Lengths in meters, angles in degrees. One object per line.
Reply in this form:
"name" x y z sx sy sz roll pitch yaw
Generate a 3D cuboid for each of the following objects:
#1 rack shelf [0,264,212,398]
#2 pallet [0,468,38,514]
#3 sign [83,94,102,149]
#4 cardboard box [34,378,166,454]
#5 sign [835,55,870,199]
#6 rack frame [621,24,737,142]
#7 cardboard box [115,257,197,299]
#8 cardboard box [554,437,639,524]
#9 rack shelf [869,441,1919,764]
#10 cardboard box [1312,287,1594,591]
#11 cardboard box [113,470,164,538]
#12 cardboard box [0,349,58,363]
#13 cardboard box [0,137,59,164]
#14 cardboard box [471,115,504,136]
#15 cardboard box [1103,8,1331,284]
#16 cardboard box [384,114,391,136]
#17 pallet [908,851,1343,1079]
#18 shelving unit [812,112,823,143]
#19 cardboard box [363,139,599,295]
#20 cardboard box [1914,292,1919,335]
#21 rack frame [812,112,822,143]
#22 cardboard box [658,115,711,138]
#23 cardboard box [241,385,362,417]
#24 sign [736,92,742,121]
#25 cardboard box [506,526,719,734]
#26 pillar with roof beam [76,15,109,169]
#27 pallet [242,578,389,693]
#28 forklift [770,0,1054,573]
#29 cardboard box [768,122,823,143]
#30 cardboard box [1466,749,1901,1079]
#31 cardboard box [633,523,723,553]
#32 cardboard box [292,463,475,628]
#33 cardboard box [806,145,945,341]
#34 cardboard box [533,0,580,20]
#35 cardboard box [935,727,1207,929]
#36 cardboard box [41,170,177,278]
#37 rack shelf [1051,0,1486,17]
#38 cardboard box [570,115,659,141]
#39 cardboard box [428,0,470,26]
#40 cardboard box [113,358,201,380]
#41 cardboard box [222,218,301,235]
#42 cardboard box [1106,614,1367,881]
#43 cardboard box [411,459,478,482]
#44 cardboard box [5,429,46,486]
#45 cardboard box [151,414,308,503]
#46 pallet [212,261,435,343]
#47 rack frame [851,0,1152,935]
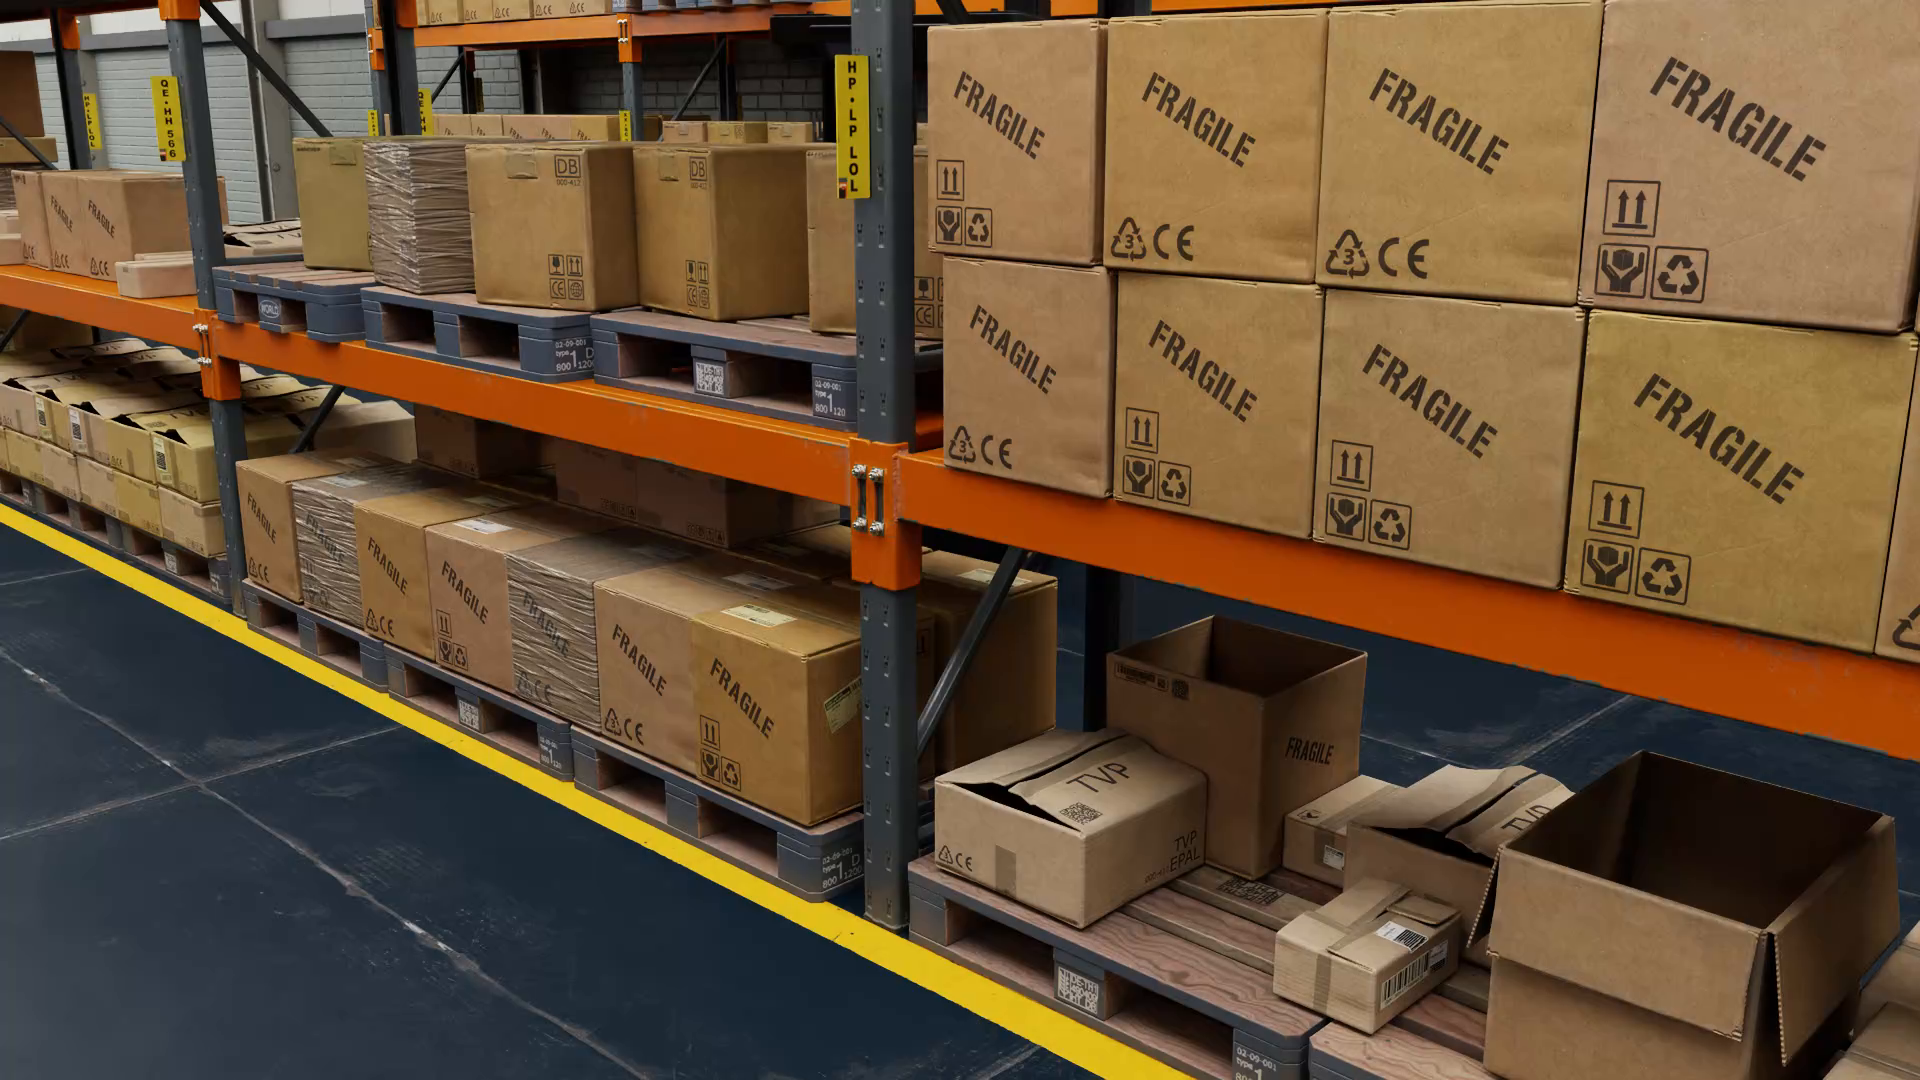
"rack shelf" -4.187 -1.208 8.545 4.000 0.370 1.077 14 20 42
"pallet" -5.069 -0.435 9.682 1.213 0.211 1.003 14 20 42
"sign" -5.257 -2.528 10.046 0.005 0.325 0.100 14 20 42
"cardboard box" -4.395 -0.664 8.538 0.500 0.311 0.500 -14 20 -43
"sign" -0.251 -0.965 3.889 0.005 0.325 0.100 14 20 42
"rack frame" -2.191 -2.806 13.251 0.127 3.000 1.000 14 20 42
"cardboard box" -3.587 -1.192 7.554 0.250 0.149 0.380 14 20 42
"cardboard box" -1.128 -0.264 6.092 0.500 0.250 0.500 13 20 41
"rack shelf" 1.572 0.192 3.172 4.000 0.370 1.077 14 20 42
"cardboard box" 1.039 -0.239 3.200 0.500 0.500 0.500 14 20 42
"cardboard box" -3.669 -0.216 7.932 0.500 0.250 0.500 13 20 42
"cardboard box" -5.502 -0.932 9.570 0.500 0.311 0.500 14 20 42
"cardboard box" -5.686 -2.350 10.019 0.250 0.149 0.380 14 20 42
"cardboard box" -3.839 -3.400 14.301 0.500 0.500 0.500 -14 20 -42
"cardboard box" 0.648 -0.814 3.427 0.500 0.500 0.500 13 19 40
"cardboard box" -4.936 -3.668 15.330 0.500 0.500 0.500 14 20 42
"pallet" 0.626 0.964 4.314 1.213 0.211 1.003 14 20 42
"shelving unit" -0.535 -1.313 9.307 0.503 2.100 0.431 0 15 0
"cardboard box" -1.690 -1.173 5.954 0.700 0.500 0.500 -10 18 -34
"cardboard box" 1.760 -0.544 2.390 0.500 0.500 0.500 -14 20 -43
"rack frame" -0.779 -1.313 9.308 0.015 2.100 0.400 0 15 0
"cardboard box" -2.385 -3.226 13.634 0.500 0.500 0.500 13 19 41
"cardboard box" -3.305 -0.585 8.237 0.500 0.311 0.500 13 19 41
"sign" -1.809 -3.467 13.494 0.005 0.325 0.100 14 20 42
"cardboard box" -1.133 0.281 5.491 0.500 0.500 0.500 14 20 43
"pillar with roof beam" -15.593 -7.762 20.375 0.400 9.000 9.100 14 20 42
"pallet" -2.236 0.281 6.935 1.213 0.211 1.003 14 20 42
"forklift" -0.163 -1.267 7.480 1.130 2.935 3.031 4 15 15
"cardboard box" -0.956 -2.763 12.016 0.700 0.500 0.500 -11 18 -37
"cardboard box" 1.488 0.817 3.425 0.637 0.503 0.797 14 20 42
"cardboard box" -0.793 0.182 5.870 0.500 0.500 0.500 14 20 43
"cardboard box" -2.237 0.013 6.518 0.500 0.500 0.500 13 19 40
"cardboard box" -0.054 -0.881 4.833 0.500 0.500 0.700 7 16 24
"cardboard box" -3.082 -4.450 13.373 0.500 0.500 0.500 12 19 38
"cardboard box" 0.284 0.695 4.275 0.500 0.311 0.500 14 20 42
"cardboard box" -4.346 -1.637 8.568 0.500 0.500 0.500 14 20 42
"rack shelf" 2.128 -2.859 8.933 4.000 0.370 1.077 14 20 42
"cardboard box" -2.746 -3.132 13.275 0.500 0.500 0.500 14 20 42
"cardboard box" -4.265 -4.721 14.414 0.500 0.500 0.500 -13 20 -42
"cardboard box" -4.400 -0.853 9.266 0.500 0.311 0.500 14 20 42
"cardboard box" -3.257 -1.354 7.858 0.500 0.311 0.500 13 20 42
"cardboard box" 0.739 0.539 4.499 0.500 0.500 0.500 14 20 42
"cardboard box" -1.911 -0.088 6.906 0.500 0.500 0.500 -14 20 -42
"cardboard box" -4.767 -0.483 8.958 0.500 0.250 0.500 13 19 41
"cardboard box" -3.295 -0.397 7.514 0.500 0.311 0.500 -14 20 -43
"pallet" -2.211 -1.007 6.729 1.003 0.211 1.213 14 20 42
"rack frame" 0.132 -0.506 4.424 0.127 3.000 1.000 14 20 42
